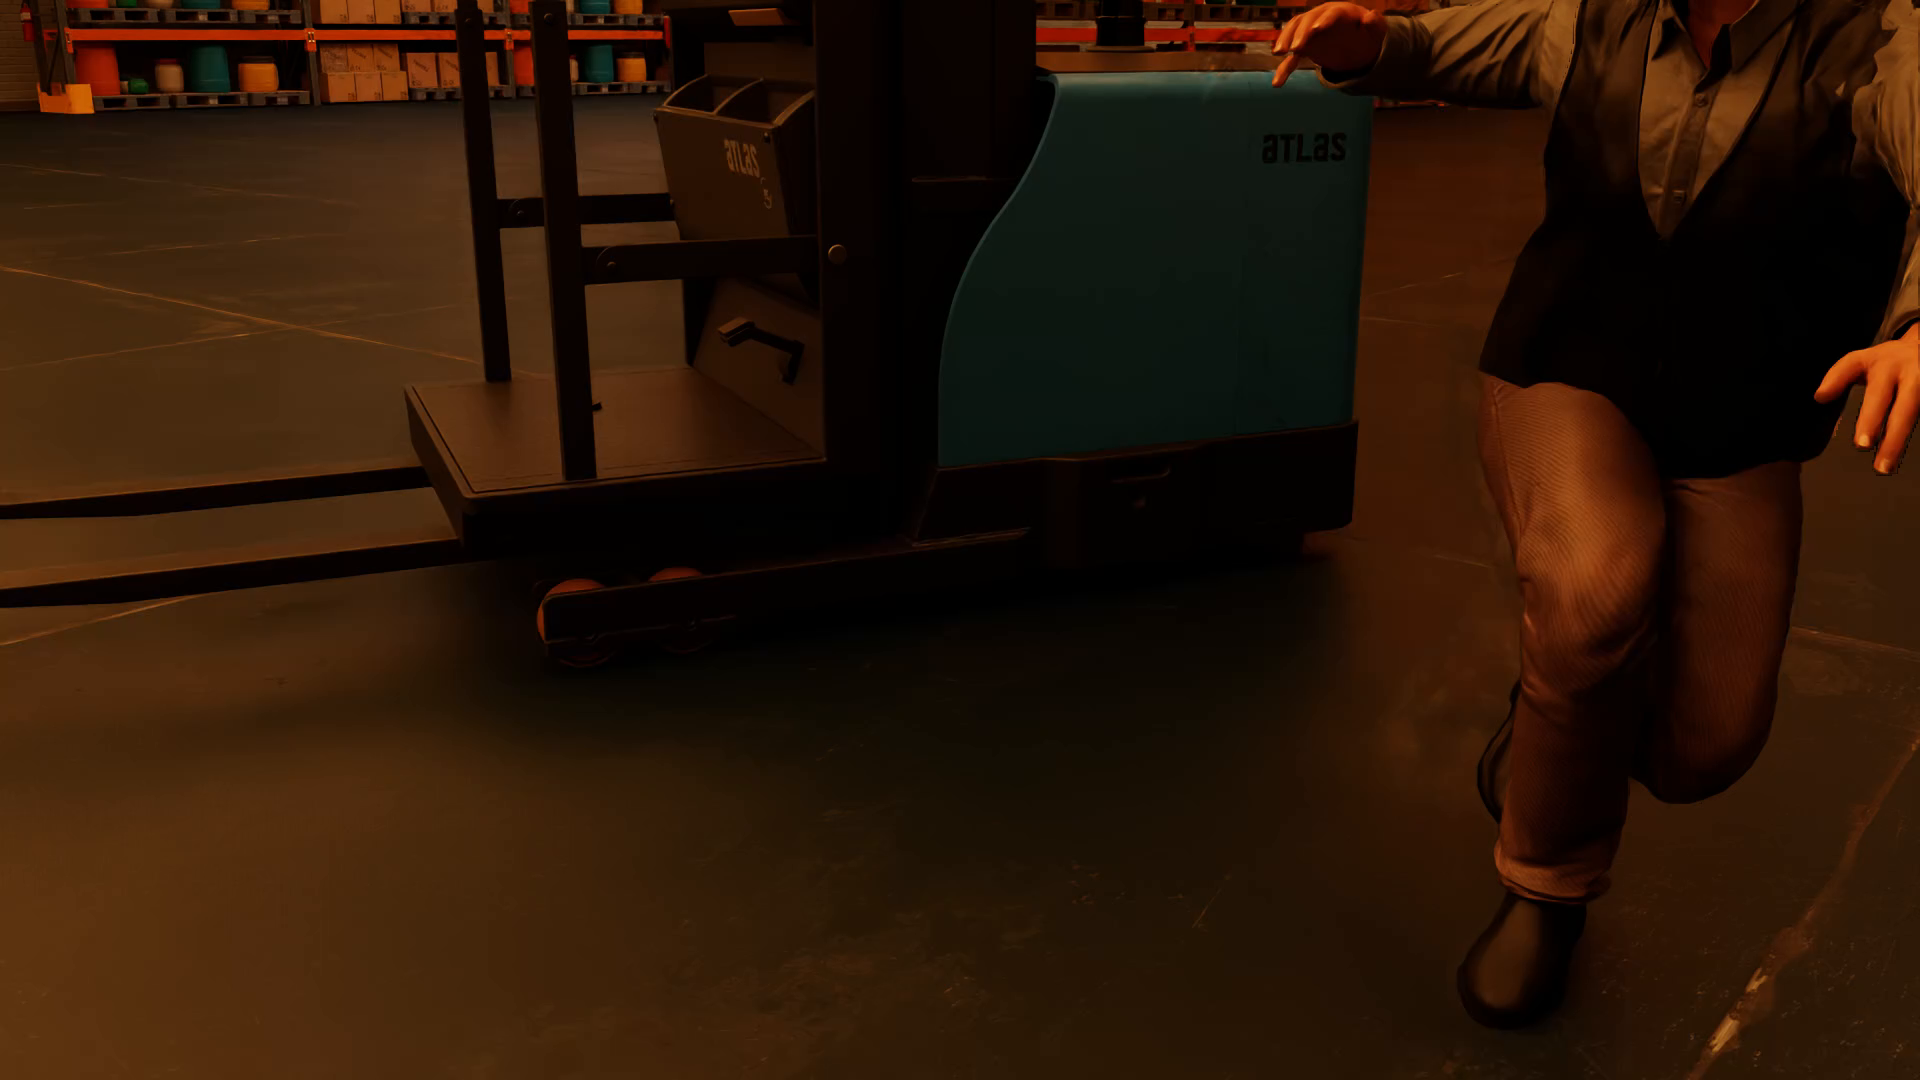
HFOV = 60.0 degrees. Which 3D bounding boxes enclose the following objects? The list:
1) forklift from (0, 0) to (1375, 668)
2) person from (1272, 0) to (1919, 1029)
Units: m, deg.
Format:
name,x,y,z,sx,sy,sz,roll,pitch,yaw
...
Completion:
name,x,y,z,sx,sy,sz,roll,pitch,yaw
forklift,-0.657,-1.335,3.292,3.031,2.935,1.130,-7,18,-22
person,0.730,-0.136,1.919,0.771,1.449,1.048,6,18,18
